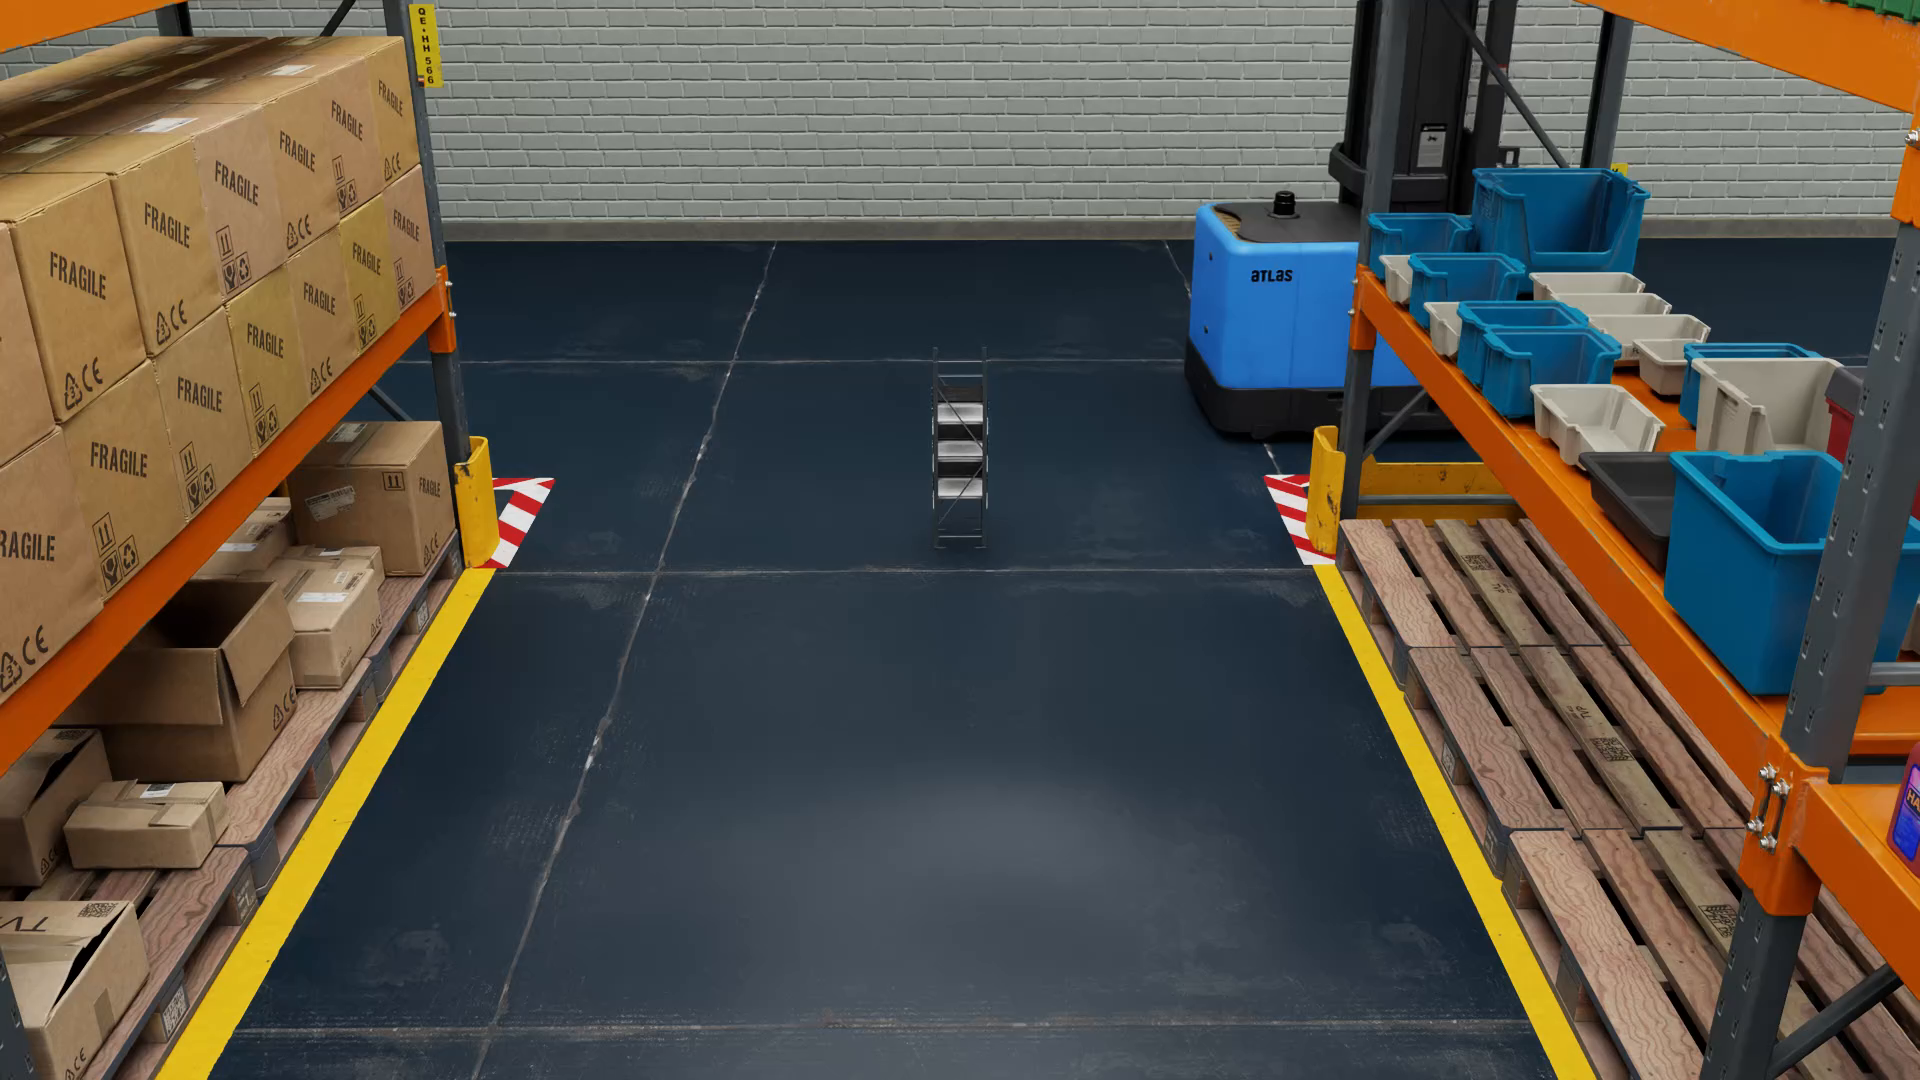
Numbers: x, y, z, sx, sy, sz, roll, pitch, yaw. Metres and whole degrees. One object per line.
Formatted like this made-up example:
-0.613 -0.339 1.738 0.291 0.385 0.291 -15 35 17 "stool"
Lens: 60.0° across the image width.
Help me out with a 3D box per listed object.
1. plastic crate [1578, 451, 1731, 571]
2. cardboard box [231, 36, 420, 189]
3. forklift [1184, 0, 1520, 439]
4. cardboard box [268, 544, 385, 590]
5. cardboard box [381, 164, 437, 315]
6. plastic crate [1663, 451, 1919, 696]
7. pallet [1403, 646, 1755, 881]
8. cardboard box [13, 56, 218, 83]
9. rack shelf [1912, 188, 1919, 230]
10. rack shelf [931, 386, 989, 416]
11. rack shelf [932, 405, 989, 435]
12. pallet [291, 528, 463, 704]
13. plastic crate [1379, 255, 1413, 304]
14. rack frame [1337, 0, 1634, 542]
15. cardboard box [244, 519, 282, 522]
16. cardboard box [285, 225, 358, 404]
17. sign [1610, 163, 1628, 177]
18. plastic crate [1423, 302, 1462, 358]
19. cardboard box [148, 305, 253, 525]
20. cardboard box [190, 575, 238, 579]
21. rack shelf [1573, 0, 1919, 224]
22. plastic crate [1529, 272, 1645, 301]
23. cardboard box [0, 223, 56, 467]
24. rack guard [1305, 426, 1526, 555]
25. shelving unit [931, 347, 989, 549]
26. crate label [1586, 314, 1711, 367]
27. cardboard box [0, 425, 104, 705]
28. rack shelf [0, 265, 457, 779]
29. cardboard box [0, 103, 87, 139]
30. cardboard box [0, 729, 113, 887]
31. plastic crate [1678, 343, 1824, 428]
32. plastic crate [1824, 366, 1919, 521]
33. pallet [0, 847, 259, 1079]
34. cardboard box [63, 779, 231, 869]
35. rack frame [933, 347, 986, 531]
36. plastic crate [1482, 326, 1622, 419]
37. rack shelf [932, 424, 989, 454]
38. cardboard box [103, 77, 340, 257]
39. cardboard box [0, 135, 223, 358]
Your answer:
1.992 -0.076 4.539 0.437 0.125 0.590 0 24 -1 "plastic crate"
-2.444 -1.660 6.447 0.500 0.500 0.500 0 24 -1 "cardboard box"
2.847 -2.093 8.821 3.031 2.935 1.130 -1 24 -3 "forklift"
-2.557 0.139 6.707 0.380 0.166 0.250 0 24 -1 "cardboard box"
-2.447 -1.204 6.650 0.500 0.500 0.500 0 24 1 "cardboard box"
1.927 0.075 3.890 0.392 0.384 0.575 0 24 -1 "plastic crate"
2.210 0.750 5.836 1.003 0.211 1.213 0 24 -1 "pallet"
-2.969 -1.443 5.966 0.500 0.500 0.500 0 24 0 "cardboard box"
2.295 0.071 1.186 1.077 0.370 4.000 0 24 -1 "rack shelf"
0.000 -0.629 7.474 0.258 0.077 0.200 0 24 -1 "rack shelf"
0.000 -0.547 7.512 0.258 0.077 0.200 0 24 -1 "rack shelf"
-2.713 0.289 6.855 1.003 0.211 1.213 0 24 -1 "pallet"
1.824 -1.034 6.643 0.250 0.136 0.298 0 24 -1 "plastic crate"
2.229 -1.362 7.122 1.000 3.000 0.127 0 24 -1 "rack frame"
-3.060 0.026 6.957 0.380 0.166 0.250 0 24 -1 "cardboard box"
-2.438 -0.784 5.723 0.500 0.500 0.500 0 24 0 "cardboard box"
2.779 -1.446 7.109 0.100 0.325 0.005 0 24 -1 "sign"
1.831 -0.754 6.025 0.250 0.136 0.298 0 24 -1 "plastic crate"
-2.425 -0.367 4.801 0.500 0.500 0.500 0 24 -1 "cardboard box"
-2.991 0.348 6.143 0.500 0.250 0.500 0 24 -1 "cardboard box"
2.251 -1.577 4.830 1.077 0.370 4.000 0 24 -1 "rack shelf"
2.419 -0.934 6.423 0.396 0.136 0.243 0 24 -1 "plastic crate"
-2.404 -0.390 3.637 0.500 0.500 0.500 0 24 1 "cardboard box"
2.216 -0.233 7.659 1.175 0.500 0.348 0 24 -1 "rack guard"
0.000 -0.413 7.572 0.258 0.900 0.210 0 24 -1 "shelving unit"
2.436 -0.700 5.905 0.396 0.136 0.243 0 24 -1 "crate label"
-2.413 0.050 3.878 0.500 0.500 0.500 0 24 1 "cardboard box"
-2.702 -0.190 5.402 1.077 0.370 4.000 0 24 -1 "rack shelf"
-2.962 -1.028 5.048 0.500 0.500 0.500 0 24 -1 "cardboard box"
-2.978 0.789 5.095 0.500 0.311 0.500 0 24 -1 "cardboard box"
2.508 -0.468 5.276 0.416 0.233 0.300 0 24 -1 "plastic crate"
2.514 -0.140 4.268 0.402 0.464 0.583 0 24 -1 "plastic crate"
-2.687 1.294 4.632 1.003 0.211 1.213 0 24 -1 "pallet"
-2.488 0.867 5.098 0.380 0.166 0.250 0 24 -1 "cardboard box"
-0.001 -0.455 7.665 0.240 0.900 0.006 0 24 -1 "rack frame"
1.921 -0.544 5.443 0.416 0.233 0.300 0 24 -1 "plastic crate"
0.000 -0.465 7.549 0.258 0.077 0.200 0 24 -1 "rack shelf"
-2.427 -1.239 5.514 0.500 0.500 0.500 0 24 1 "cardboard box"
-2.415 -0.814 4.576 0.500 0.500 0.500 -1 24 -2 "cardboard box"
